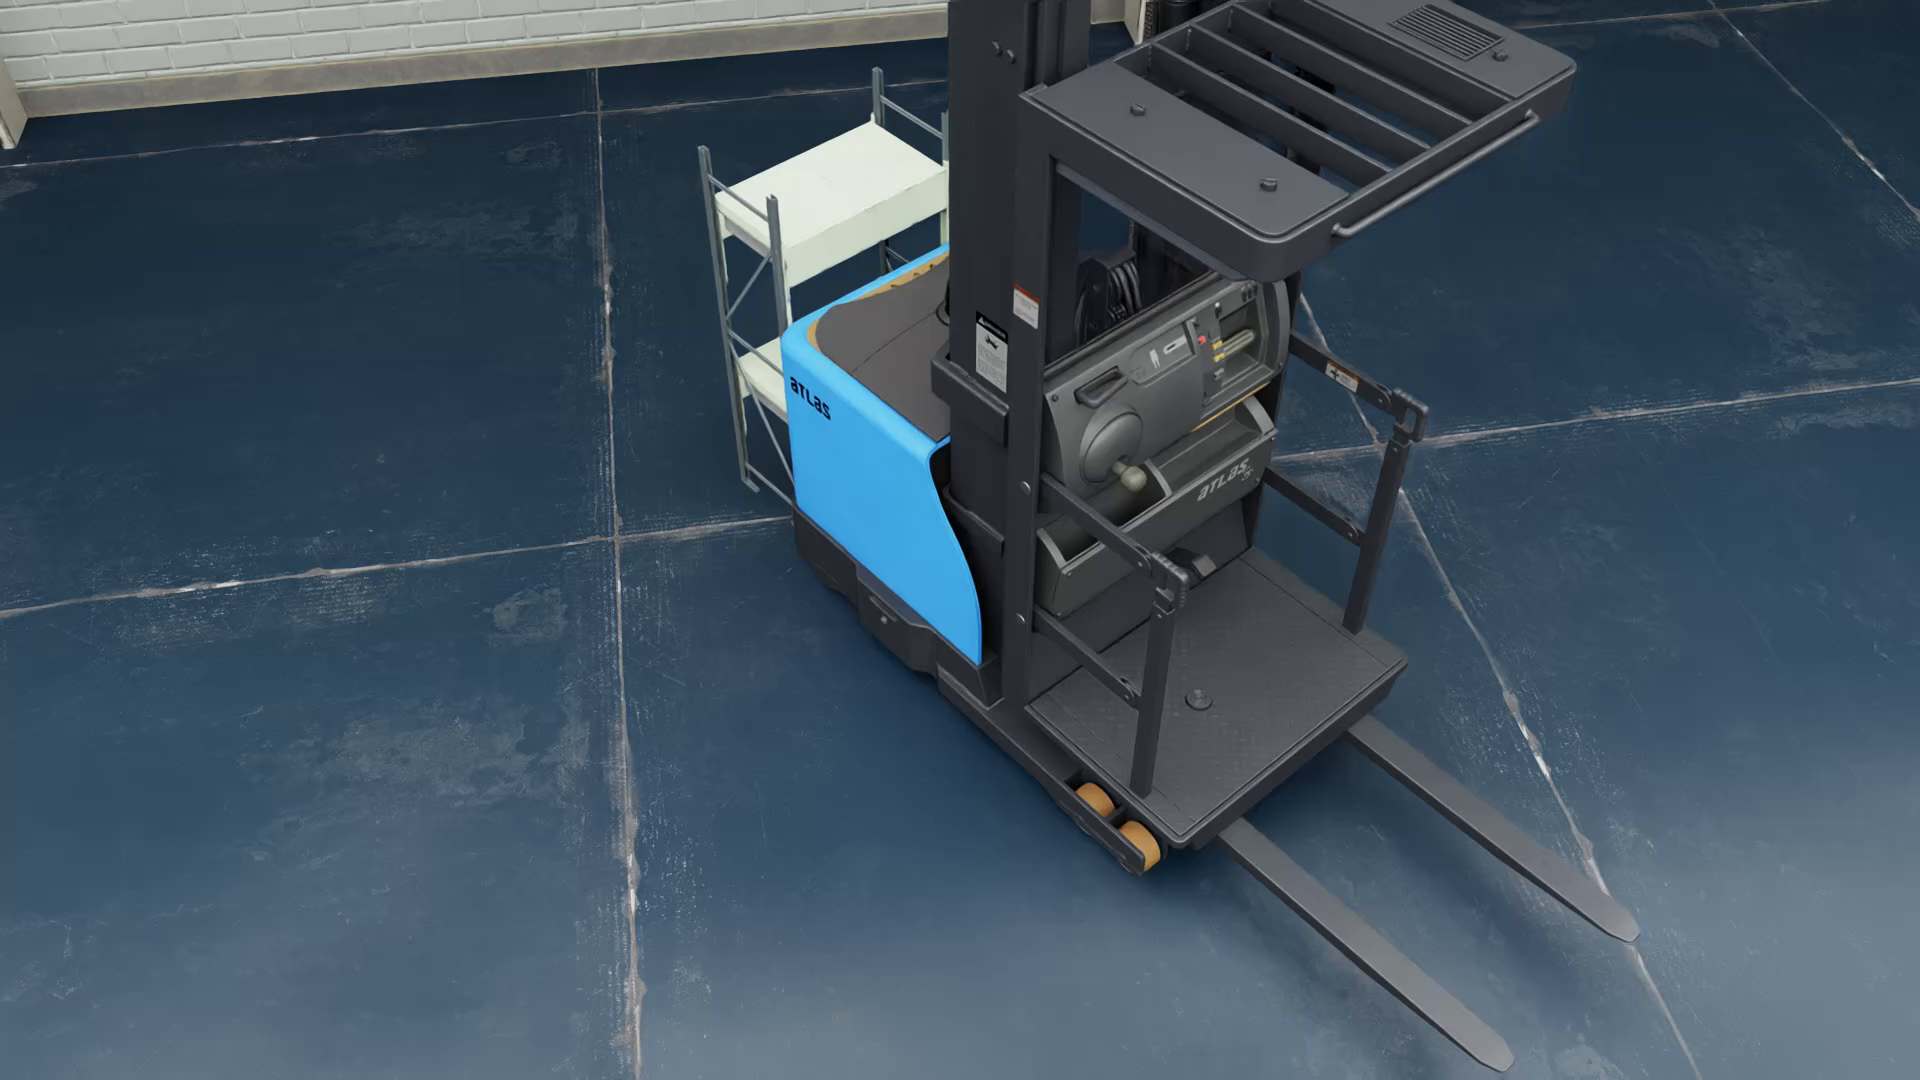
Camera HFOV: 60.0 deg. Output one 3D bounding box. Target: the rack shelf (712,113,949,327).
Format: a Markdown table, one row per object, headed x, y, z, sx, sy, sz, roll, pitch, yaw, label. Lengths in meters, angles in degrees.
| x | y | z | sx | sy | sz | roll | pitch | yaw | label |
| --- | --- | --- | --- | --- | --- | --- | --- | --- | --- |
| -0.437 | -1.097 | 5.723 | 0.720 | 0.370 | 0.431 | -33 | 54 | -27 | rack shelf |

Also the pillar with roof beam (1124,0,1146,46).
| x | y | z | sx | sy | sz | roll | pitch | yaw | label |
| --- | --- | --- | --- | --- | --- | --- | --- | --- | --- |
| 1.832 | -2.796 | 2.695 | 0.400 | 9.000 | 9.100 | -7 | 46 | -7 | pillar with roof beam |

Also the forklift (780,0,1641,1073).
| x | y | z | sx | sy | sz | roll | pitch | yaw | label |
| --- | --- | --- | --- | --- | --- | --- | --- | --- | --- |
| 0.741 | -0.386 | 4.587 | 1.130 | 2.935 | 3.031 | -32 | 54 | -27 | forklift |

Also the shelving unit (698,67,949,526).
| x | y | z | sx | sy | sz | roll | pitch | yaw | label |
| --- | --- | --- | --- | --- | --- | --- | --- | --- | --- |
| -0.437 | -0.826 | 6.004 | 0.755 | 1.500 | 0.431 | -33 | 54 | -27 | shelving unit |

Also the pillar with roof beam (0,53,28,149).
| x | y | z | sx | sy | sz | roll | pitch | yaw | label |
| --- | --- | --- | --- | --- | --- | --- | --- | --- | --- |
| -4.081 | -2.060 | 1.986 | 0.400 | 9.000 | 9.100 | -7 | 46 | -7 | pillar with roof beam |

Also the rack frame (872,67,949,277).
| x | y | z | sx | sy | sz | roll | pitch | yaw | label |
| --- | --- | --- | --- | --- | --- | --- | --- | --- | --- |
| -0.164 | -1.001 | 6.173 | 0.023 | 1.500 | 0.400 | -33 | 54 | -27 | rack frame |

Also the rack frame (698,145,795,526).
| x | y | z | sx | sy | sz | roll | pitch | yaw | label |
| --- | --- | --- | --- | --- | --- | --- | --- | --- | --- |
| -0.711 | -0.651 | 5.836 | 0.023 | 1.500 | 0.400 | -33 | 54 | -27 | rack frame |

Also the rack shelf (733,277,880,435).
| x | y | z | sx | sy | sz | roll | pitch | yaw | label |
| --- | --- | --- | --- | --- | --- | --- | --- | --- | --- |
| -0.437 | -0.600 | 6.239 | 0.720 | 0.370 | 0.431 | -33 | 54 | -27 | rack shelf |
